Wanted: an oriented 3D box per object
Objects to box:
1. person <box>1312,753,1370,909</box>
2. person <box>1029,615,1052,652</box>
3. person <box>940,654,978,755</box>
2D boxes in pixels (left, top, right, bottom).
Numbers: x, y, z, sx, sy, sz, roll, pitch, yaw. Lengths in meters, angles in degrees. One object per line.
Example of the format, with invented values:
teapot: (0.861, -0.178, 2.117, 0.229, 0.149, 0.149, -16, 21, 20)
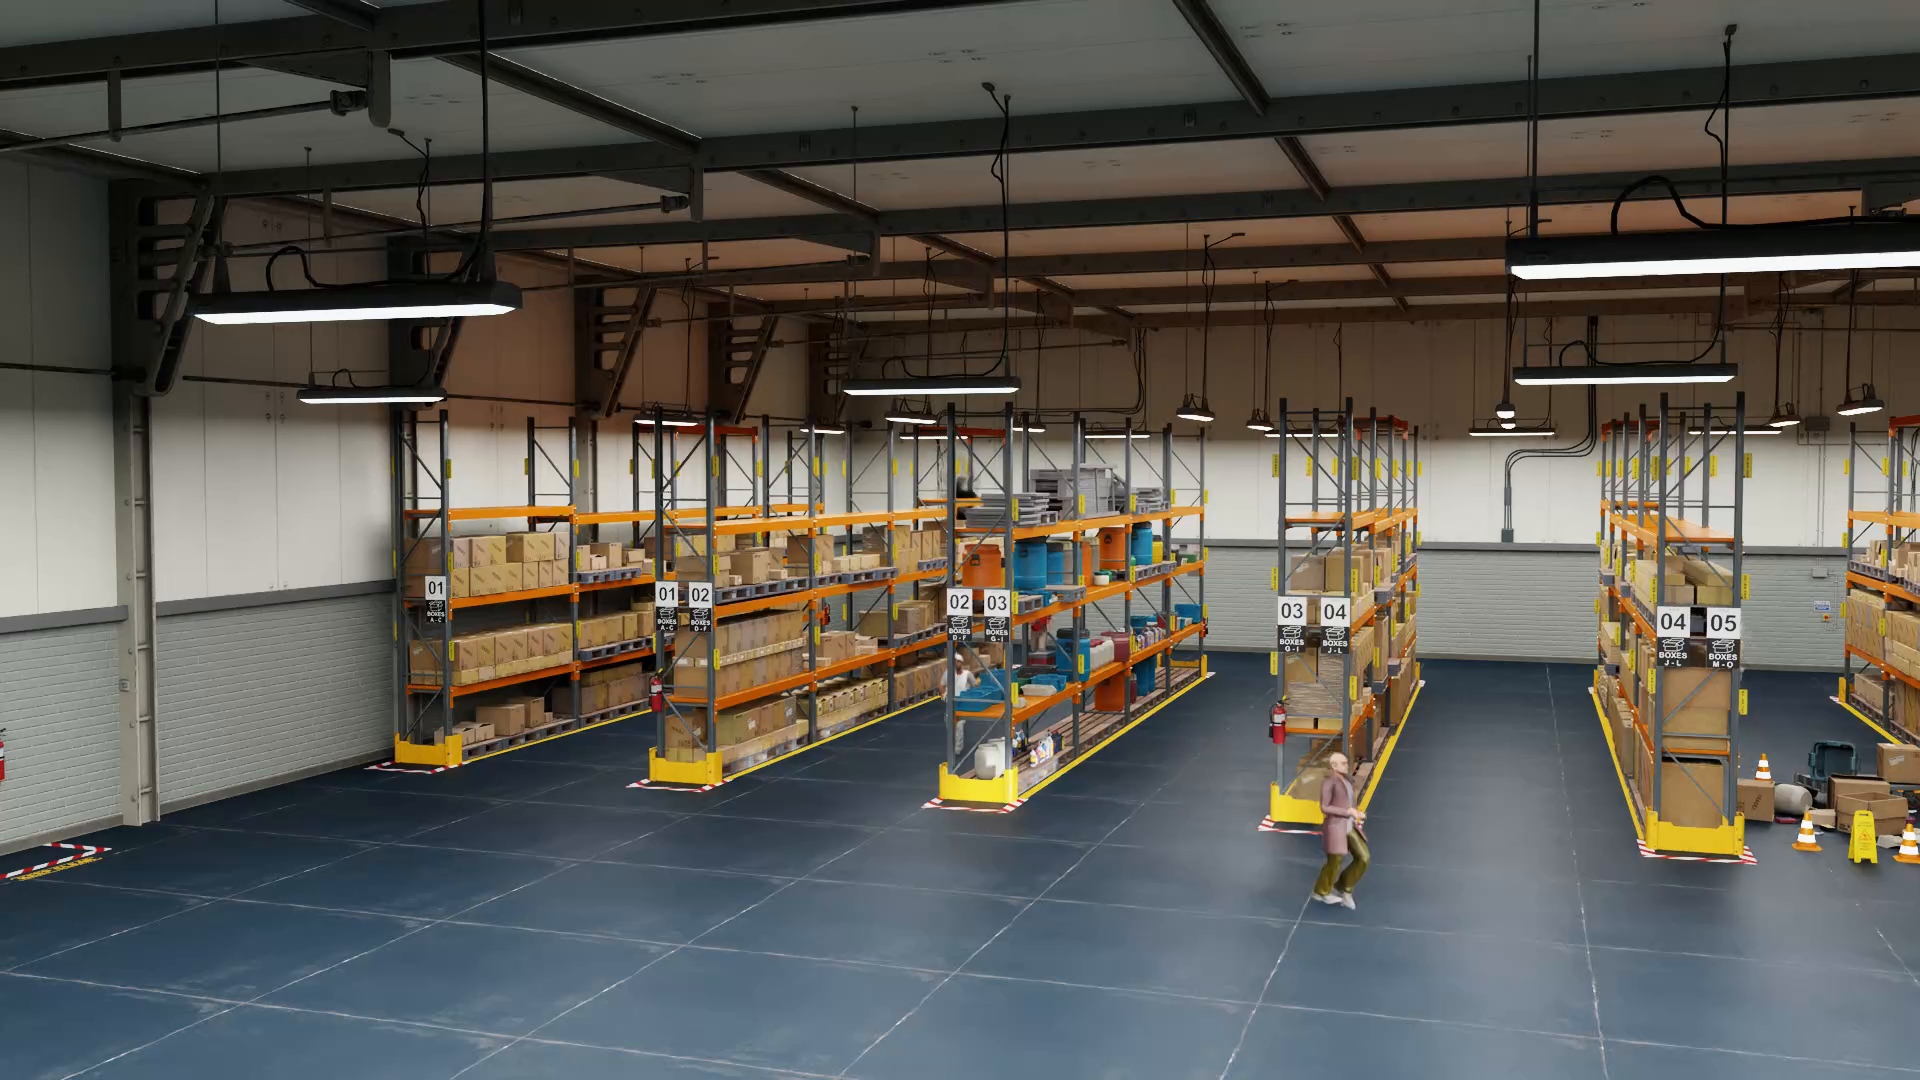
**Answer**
person: (4.338, 3.359, 18.878, 0.681, 1.709, 0.774, -2, 3, -40)
person: (1.826, 2.256, 38.903, 0.658, 1.726, 0.984, 0, 2, 5)
person: (-0.030, 2.880, 29.241, 0.686, 1.737, 0.697, 1, 3, 13)
